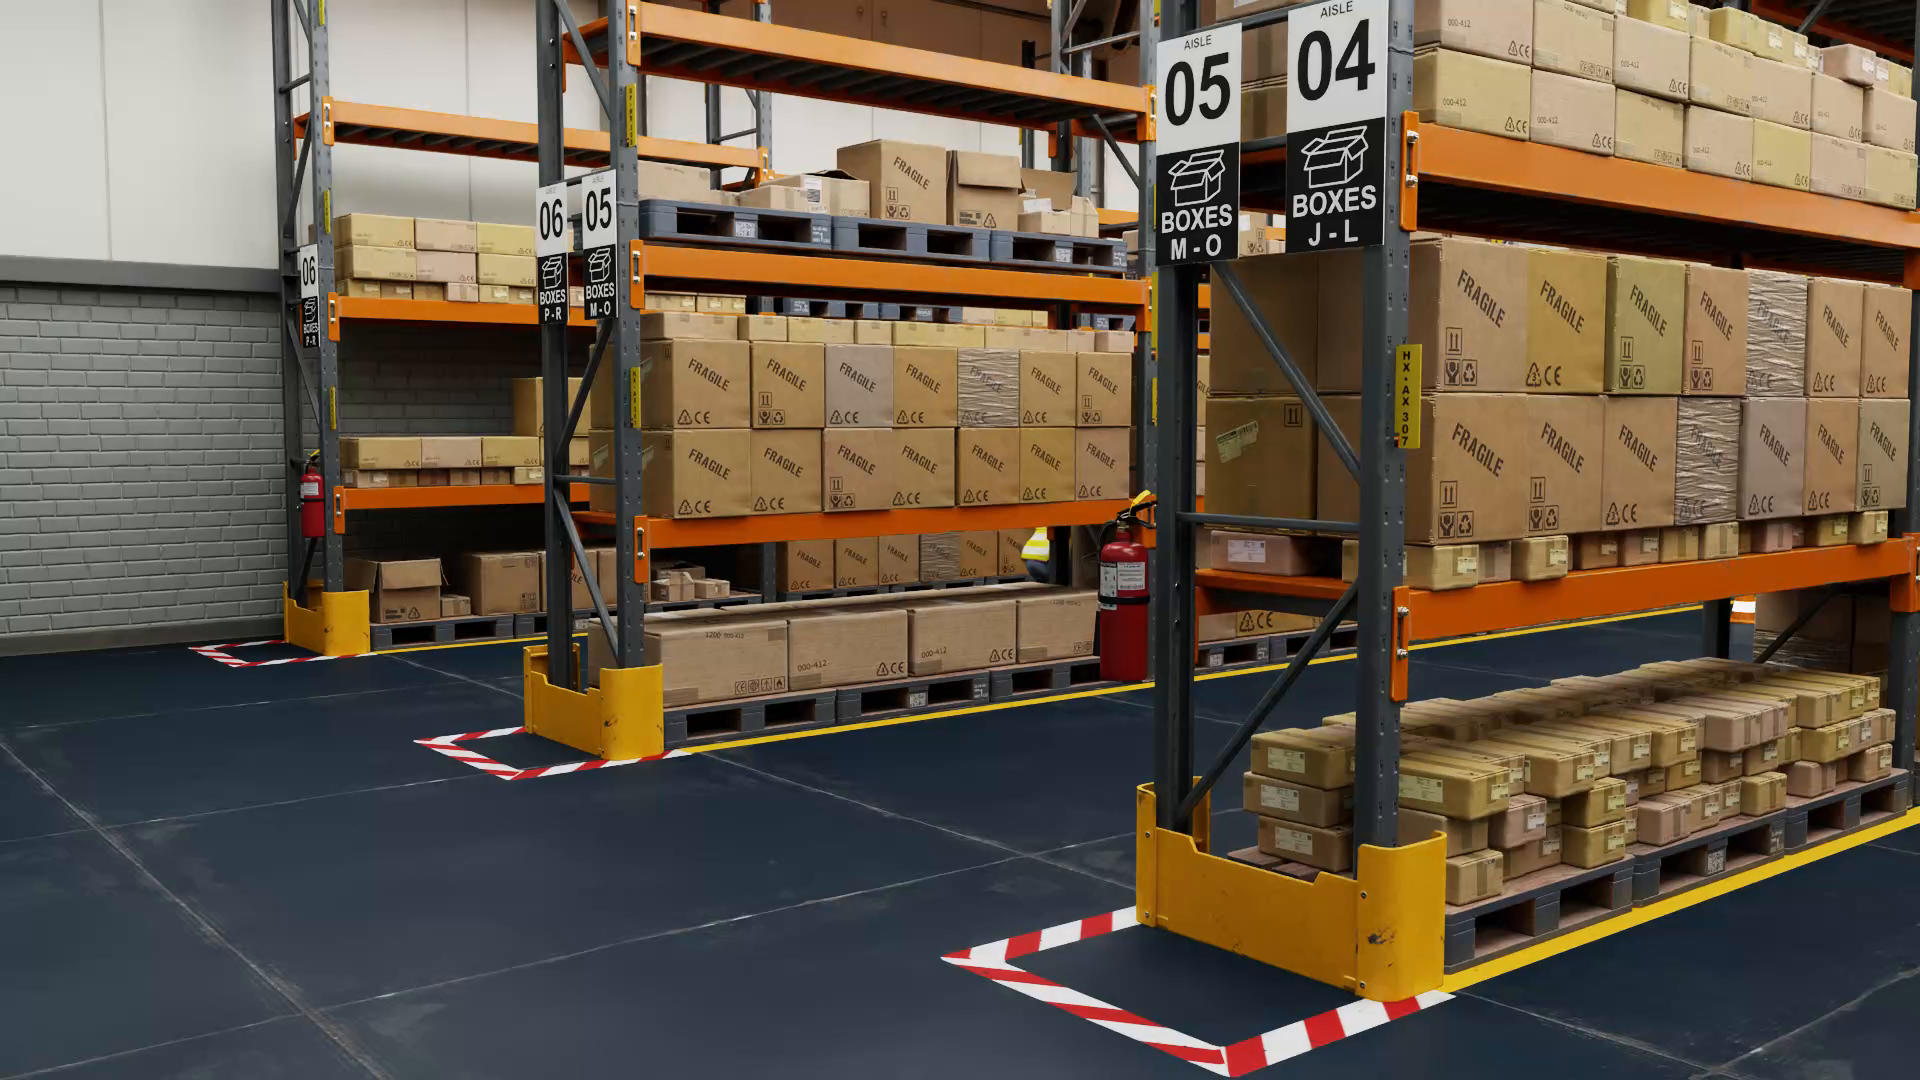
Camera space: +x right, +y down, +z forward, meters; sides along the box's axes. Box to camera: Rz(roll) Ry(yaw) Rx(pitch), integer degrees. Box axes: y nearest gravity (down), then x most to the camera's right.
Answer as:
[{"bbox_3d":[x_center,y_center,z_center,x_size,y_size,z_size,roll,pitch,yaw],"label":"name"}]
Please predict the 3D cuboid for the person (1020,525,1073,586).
[{"bbox_3d":[0.890,0.198,14.333,0.838,1.224,0.622,-3,5,-39],"label":"person"}]
